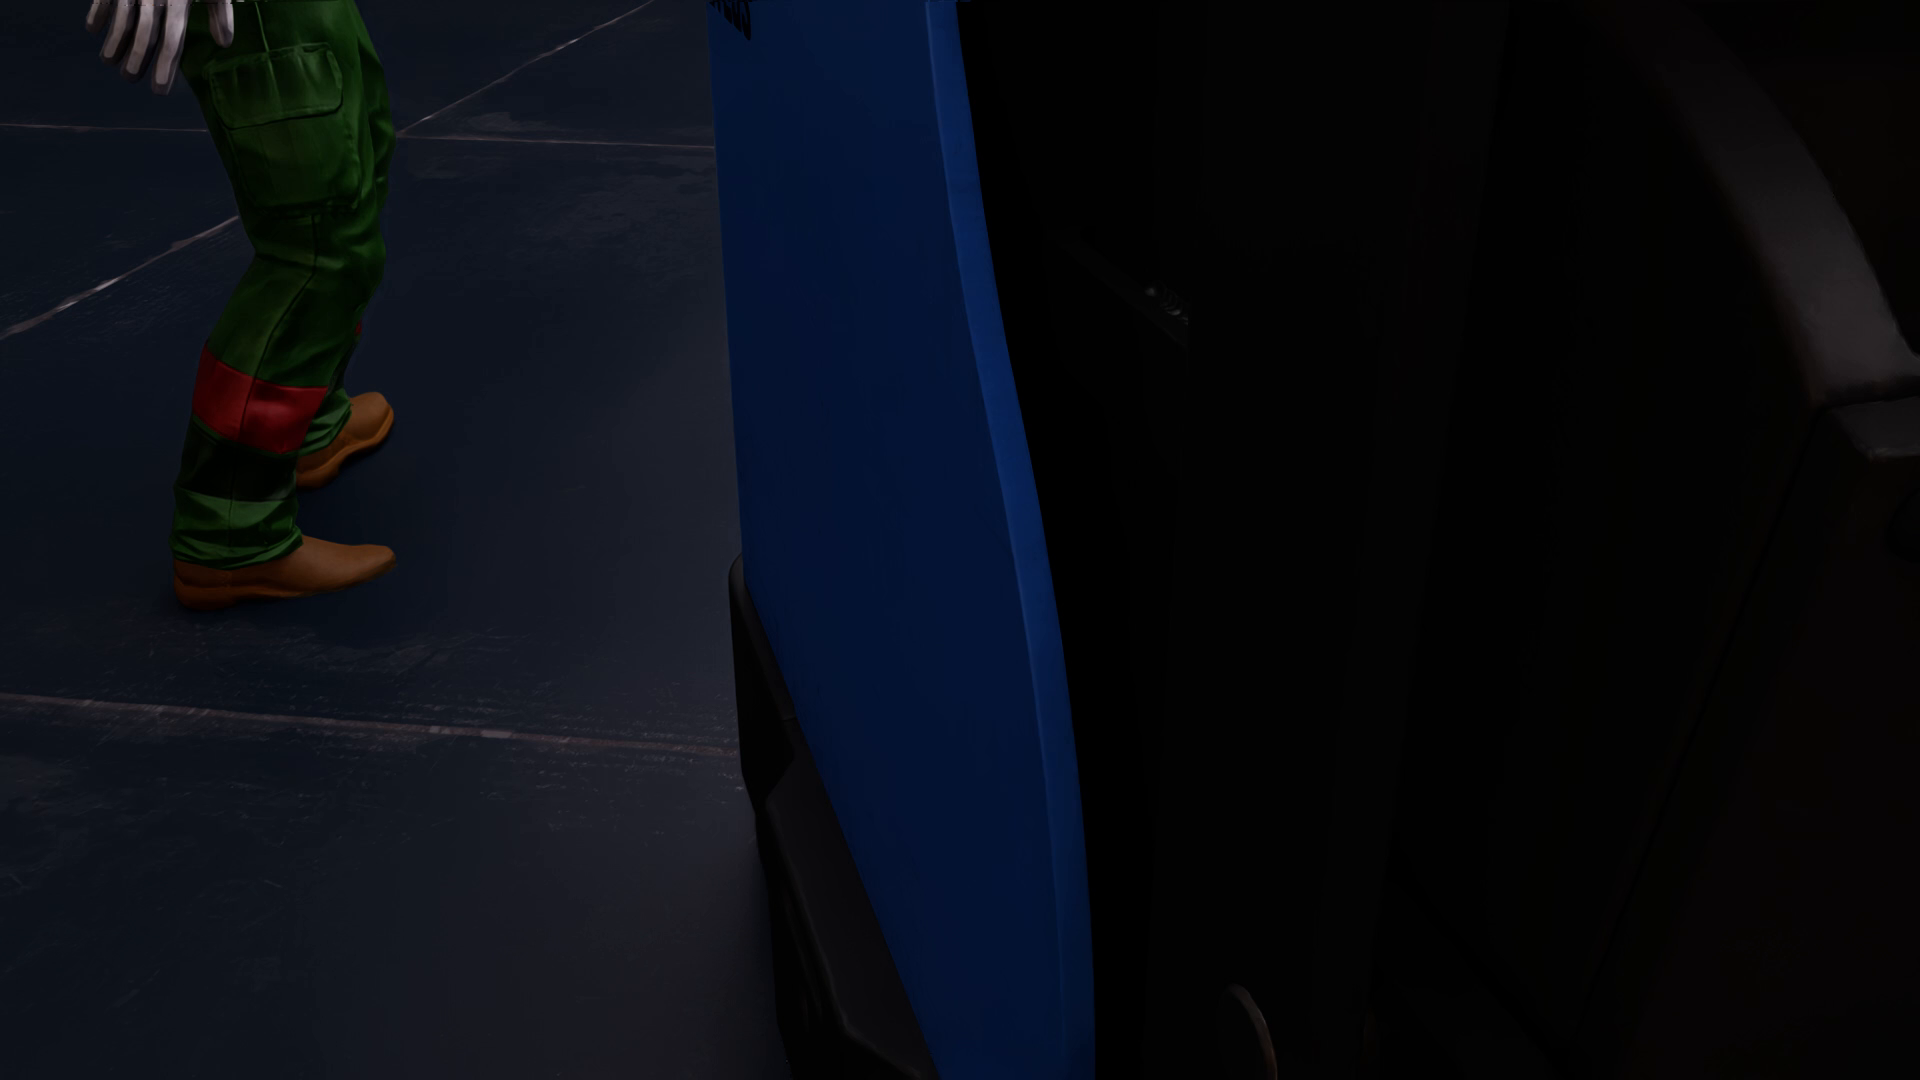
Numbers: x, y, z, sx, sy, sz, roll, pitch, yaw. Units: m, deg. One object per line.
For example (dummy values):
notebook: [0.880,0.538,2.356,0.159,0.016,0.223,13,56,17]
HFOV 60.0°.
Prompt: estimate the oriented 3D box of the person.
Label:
person: [-0.933,-0.775,2.137,0.460,1.750,0.885,-10,28,-19]

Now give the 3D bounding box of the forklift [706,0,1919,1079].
forklift: [0.672,-0.455,0.128,1.130,2.935,3.031,-8,28,-15]
